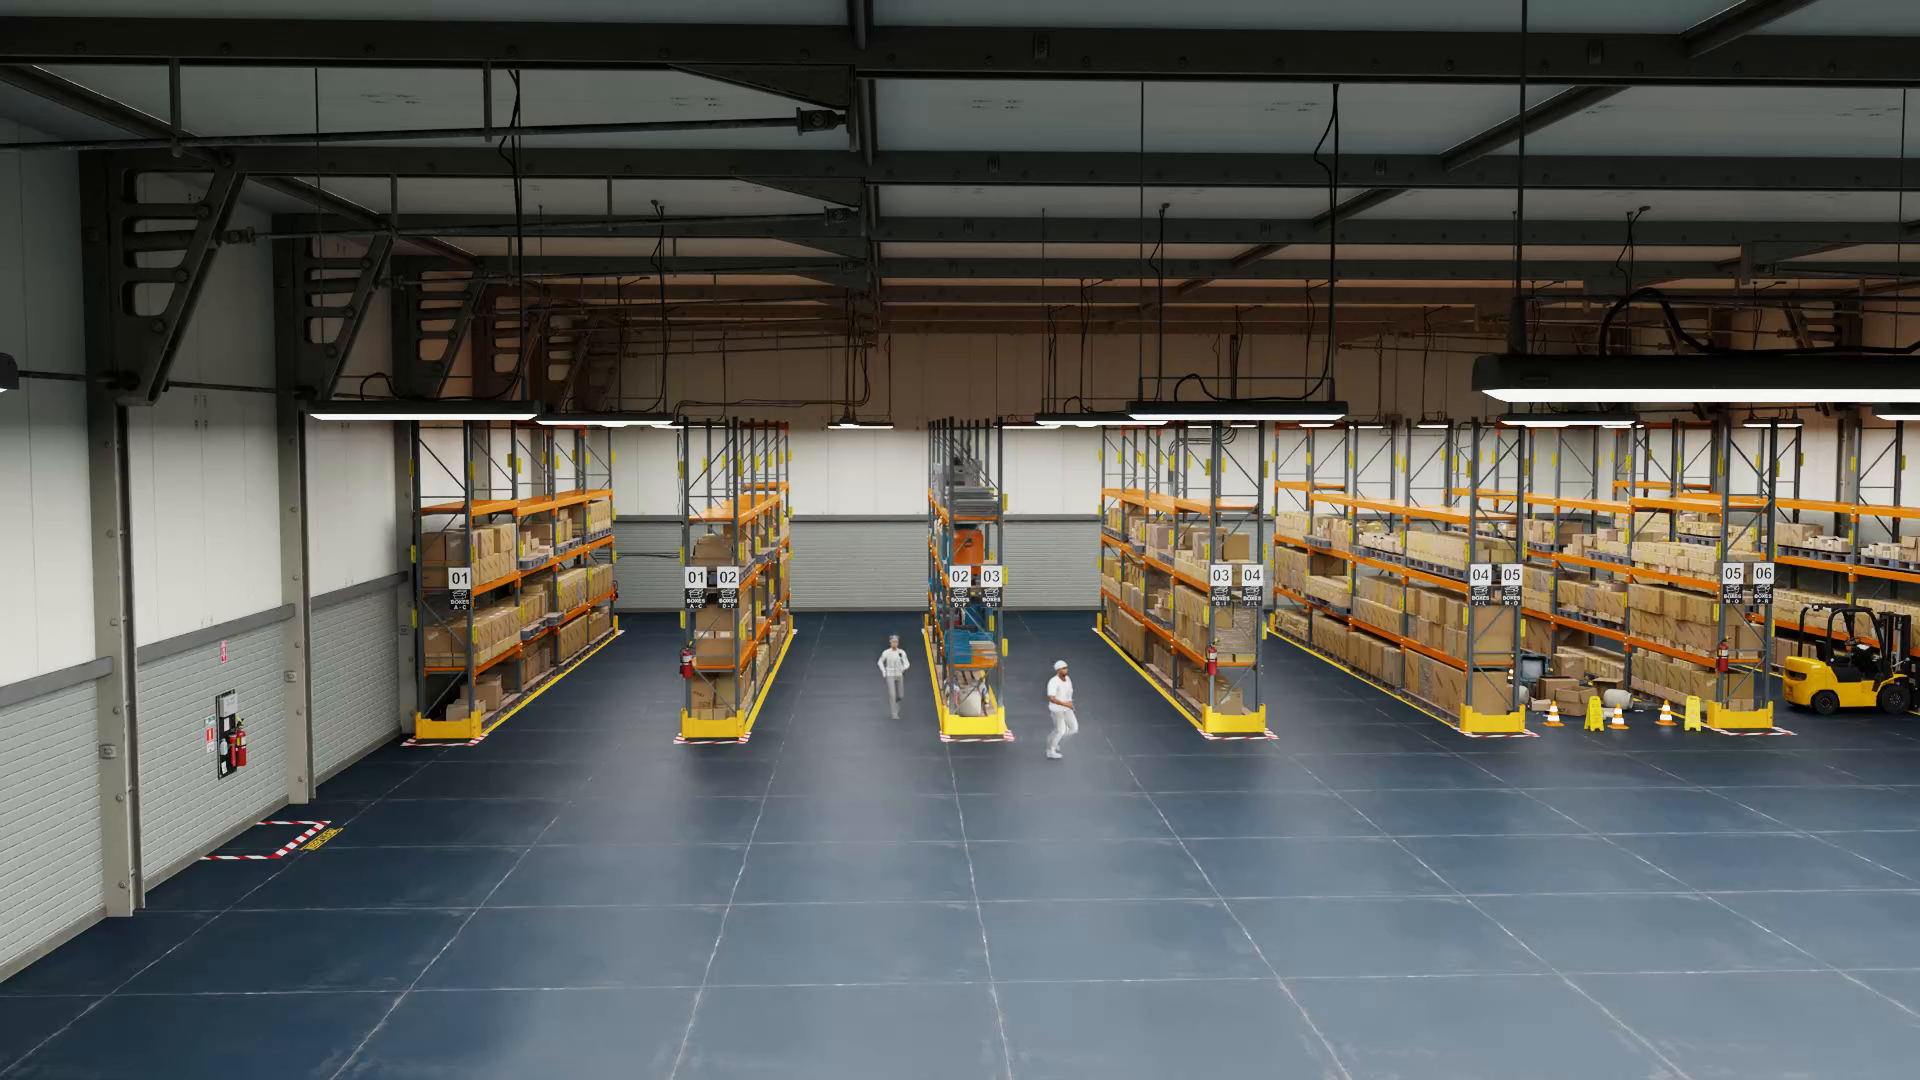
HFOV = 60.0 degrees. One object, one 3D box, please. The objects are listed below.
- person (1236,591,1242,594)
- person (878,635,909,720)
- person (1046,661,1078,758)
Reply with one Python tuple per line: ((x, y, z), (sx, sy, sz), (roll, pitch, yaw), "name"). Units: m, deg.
((7.788, 1.910, 45.543), (0.583, 1.699, 0.843), (0, 4, -2), "person")
((-1.320, 2.722, 33.233), (0.625, 1.660, 0.767), (-1, 4, -12), "person")
((1.810, 2.961, 29.099), (0.650, 1.716, 0.725), (3, 5, 38), "person")
